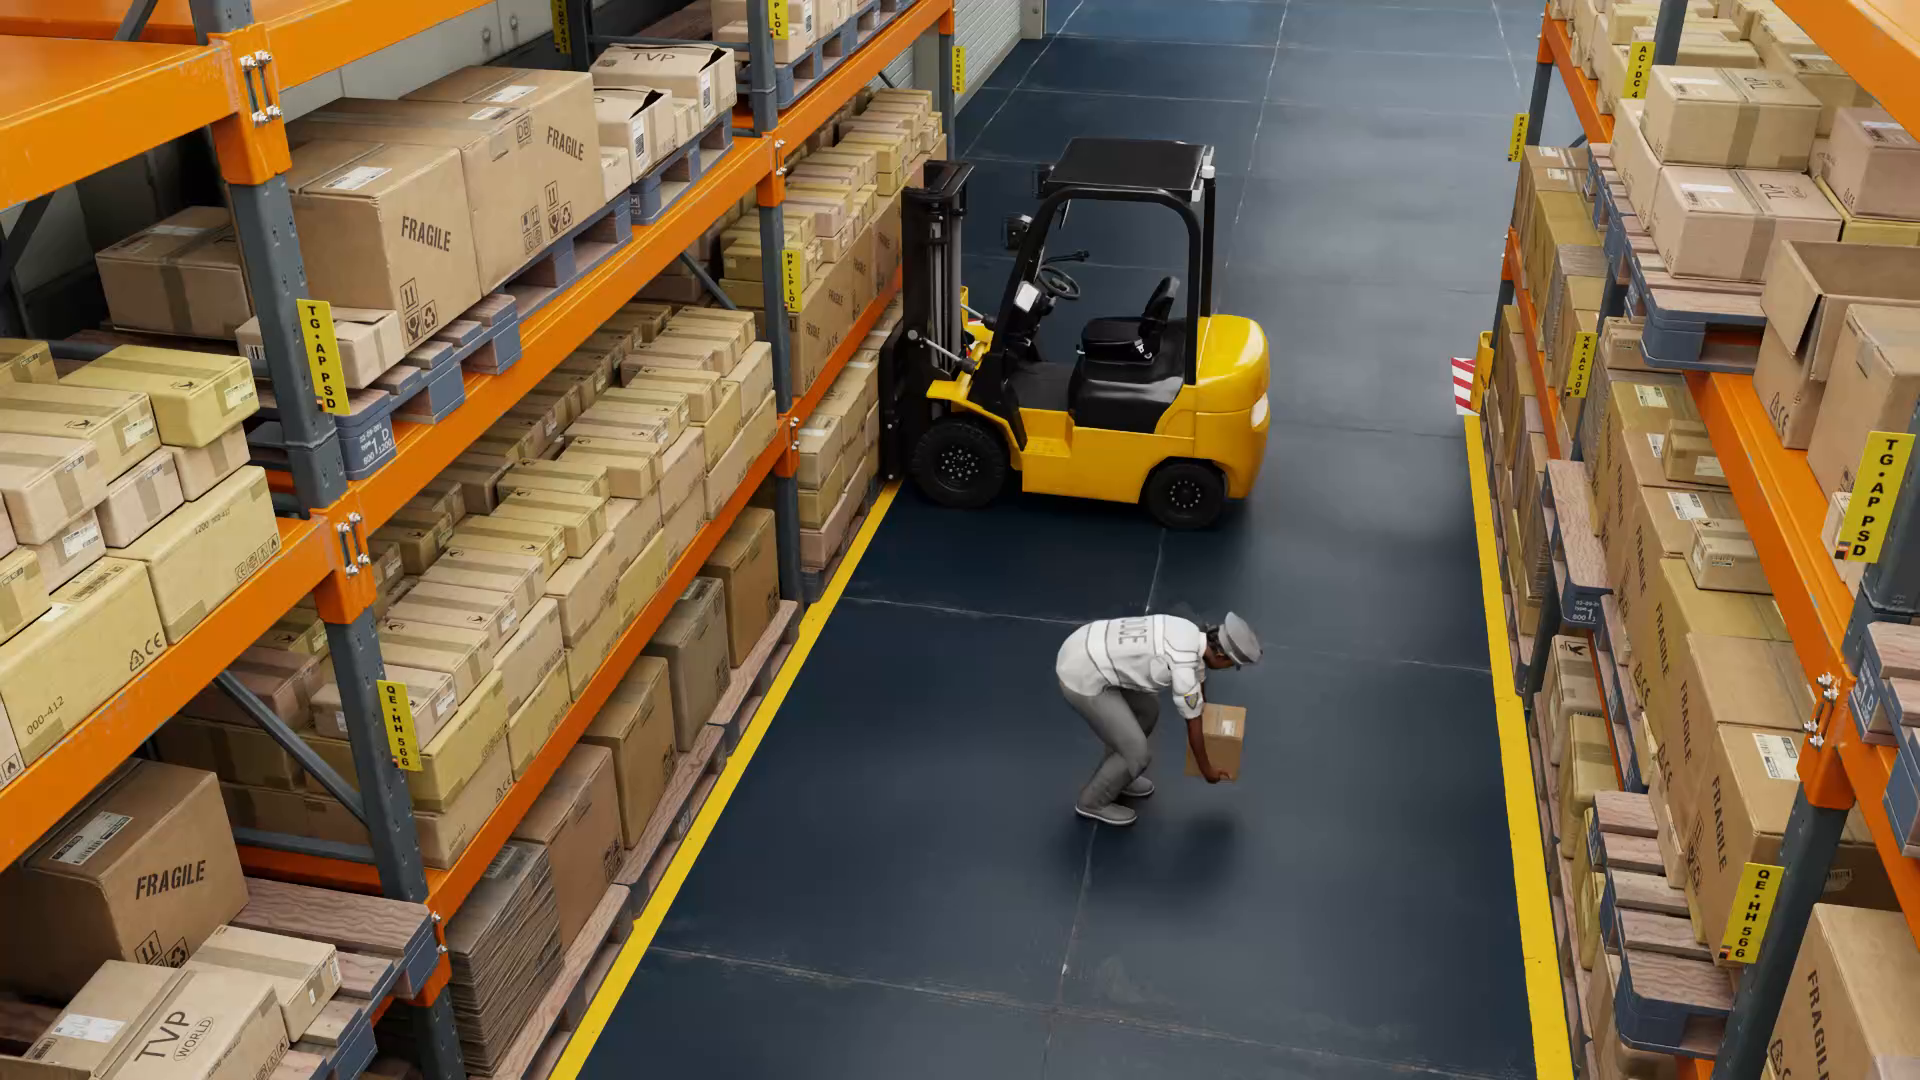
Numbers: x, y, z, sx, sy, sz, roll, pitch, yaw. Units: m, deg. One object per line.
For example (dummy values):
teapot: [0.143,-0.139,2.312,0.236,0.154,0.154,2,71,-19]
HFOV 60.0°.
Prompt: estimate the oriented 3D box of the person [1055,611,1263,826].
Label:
person: [0.907,0.812,7.751,0.932,1.080,0.445,5,29,8]
